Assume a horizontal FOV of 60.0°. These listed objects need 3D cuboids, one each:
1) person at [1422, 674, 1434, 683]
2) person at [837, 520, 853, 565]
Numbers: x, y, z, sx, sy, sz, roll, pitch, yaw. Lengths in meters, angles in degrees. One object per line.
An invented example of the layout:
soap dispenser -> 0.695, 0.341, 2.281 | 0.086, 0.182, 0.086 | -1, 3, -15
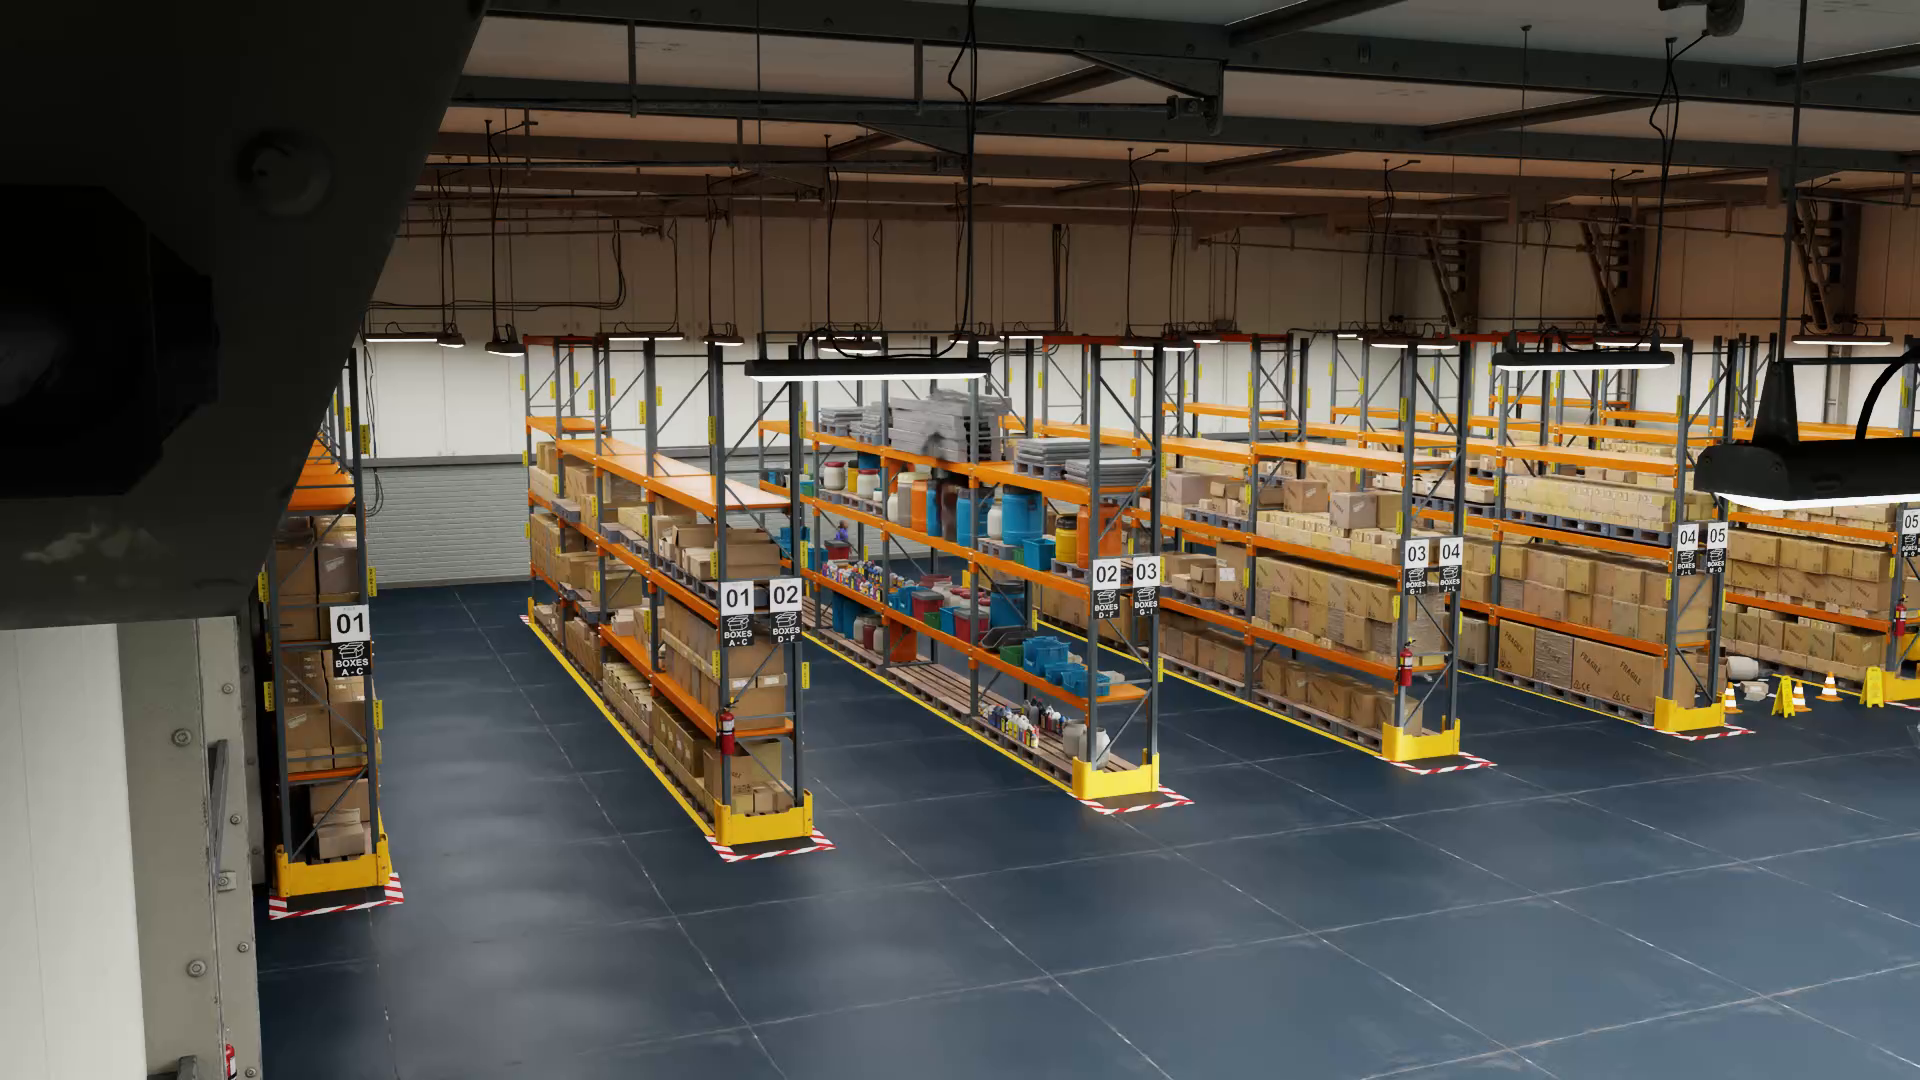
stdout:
person -> 8.000, 1.607, 29.274 | 0.562, 1.713, 0.857 | -3, 8, -23
person -> -2.830, 0.337, 39.172 | 0.683, 1.640, 0.583 | -1, 8, -5
